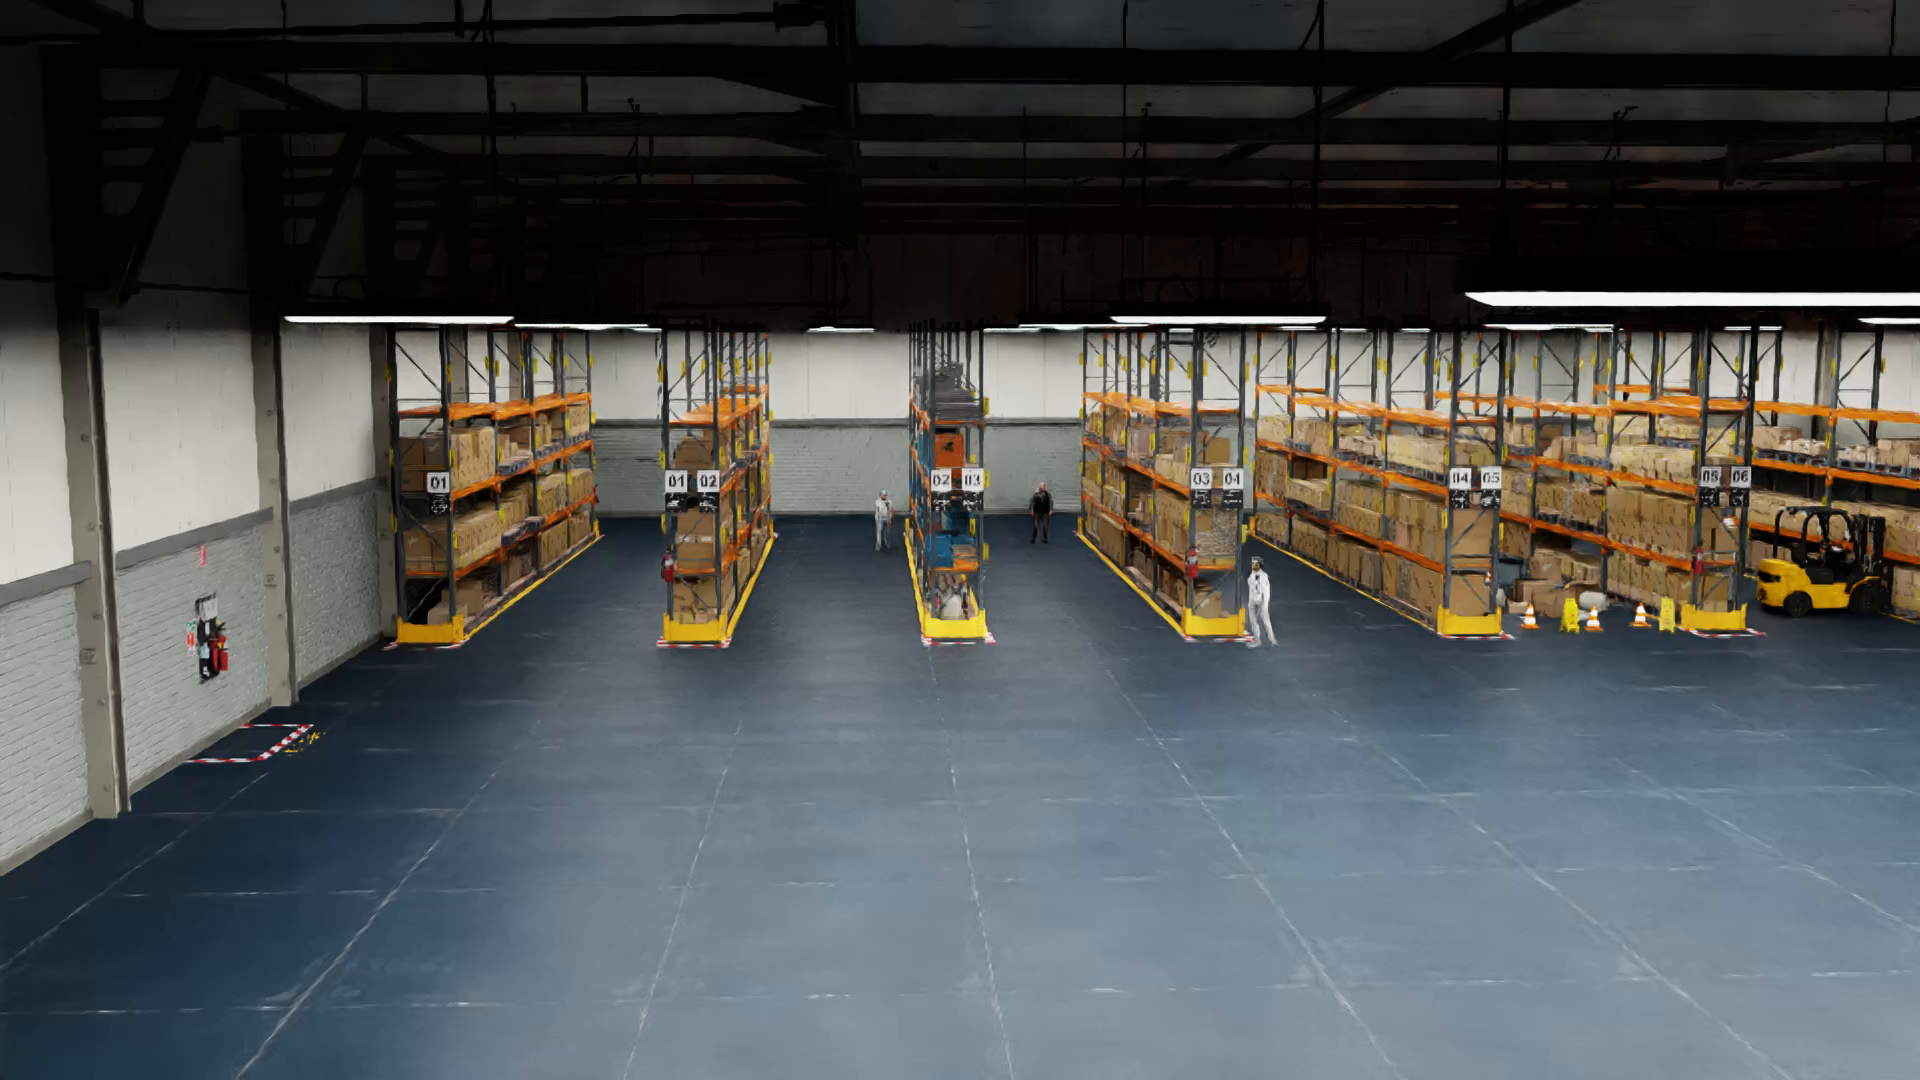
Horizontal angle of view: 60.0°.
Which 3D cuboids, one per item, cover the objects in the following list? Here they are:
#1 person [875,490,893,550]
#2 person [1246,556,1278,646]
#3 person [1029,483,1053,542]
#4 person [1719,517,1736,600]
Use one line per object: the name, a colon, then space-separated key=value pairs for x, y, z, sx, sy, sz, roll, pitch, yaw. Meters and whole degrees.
person: x=-2.021 y=-0.561 z=44.433 sx=0.481 sy=1.577 sz=1.094 roll=0 pitch=7 yaw=0
person: x=5.562 y=1.126 z=30.672 sx=0.513 sy=1.666 sz=0.571 roll=-4 pitch=8 yaw=-32
person: x=2.233 y=-0.758 z=45.842 sx=0.677 sy=1.671 sz=0.534 roll=-1 pitch=7 yaw=-4
person: x=16.532 y=0.394 z=35.967 sx=0.494 sy=1.775 sz=0.578 roll=4 pitch=8 yaw=26
